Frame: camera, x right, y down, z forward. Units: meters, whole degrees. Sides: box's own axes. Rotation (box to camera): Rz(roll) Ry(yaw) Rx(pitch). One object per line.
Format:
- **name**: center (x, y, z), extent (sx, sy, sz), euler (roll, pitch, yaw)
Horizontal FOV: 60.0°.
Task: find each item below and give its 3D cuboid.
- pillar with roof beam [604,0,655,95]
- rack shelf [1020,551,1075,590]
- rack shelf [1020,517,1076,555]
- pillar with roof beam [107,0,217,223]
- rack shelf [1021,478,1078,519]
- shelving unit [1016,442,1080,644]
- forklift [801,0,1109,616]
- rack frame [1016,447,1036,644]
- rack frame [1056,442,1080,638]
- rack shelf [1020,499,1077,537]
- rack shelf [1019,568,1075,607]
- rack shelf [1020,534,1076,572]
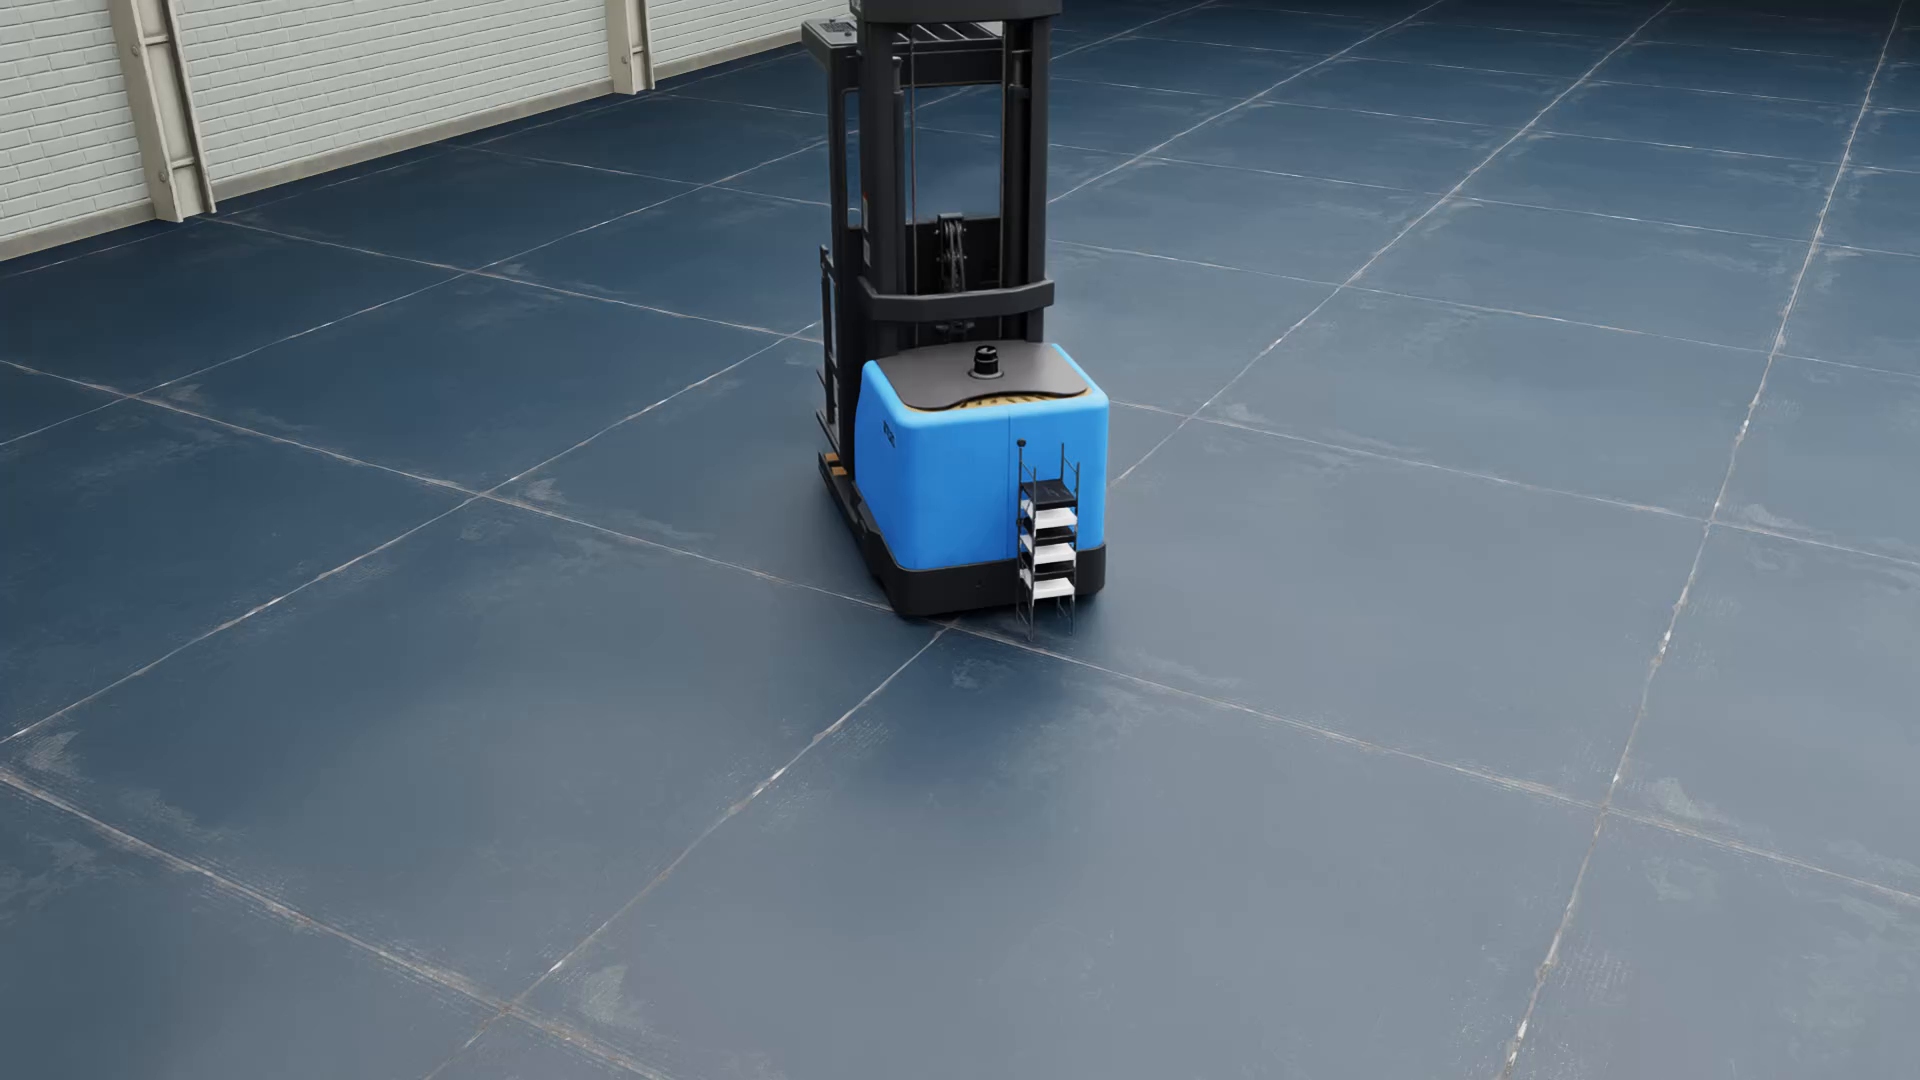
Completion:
- **pillar with roof beam**: center (0.014, -8.223, 15.124), extent (9.100, 9.000, 0.400), euler (14, 30, 26)
- **rack shelf**: center (0.402, 0.129, 7.762), extent (0.200, 0.077, 0.258), euler (-7, 27, -14)
- **rack shelf**: center (0.402, -0.032, 7.682), extent (0.200, 0.077, 0.258), euler (-7, 27, -14)
- **pillar with roof beam**: center (-2.937, -5.885, 10.452), extent (9.100, 9.000, 0.400), euler (14, 30, 26)
- **rack shelf**: center (0.402, -0.193, 7.601), extent (0.200, 0.077, 0.258), euler (-7, 27, -14)
- **shelving unit**: center (0.402, 0.019, 7.707), extent (0.210, 0.900, 0.258), euler (-7, 27, -14)
- **forklift**: center (-0.171, -1.591, 8.654), extent (1.130, 2.935, 3.031), euler (-7, 27, -14)
- **rack frame**: center (0.304, 0.030, 7.683), extent (0.006, 0.900, 0.240), euler (-7, 27, -14)
- **rack frame**: center (0.500, 0.007, 7.731), extent (0.006, 0.900, 0.240), euler (-7, 27, -14)
- **rack shelf**: center (0.402, -0.113, 7.642), extent (0.200, 0.077, 0.258), euler (-7, 27, -14)
- **rack shelf**: center (0.402, 0.209, 7.803), extent (0.200, 0.077, 0.258), euler (-7, 27, -14)
- **rack shelf**: center (0.402, 0.048, 7.722), extent (0.200, 0.077, 0.258), euler (-7, 27, -14)
